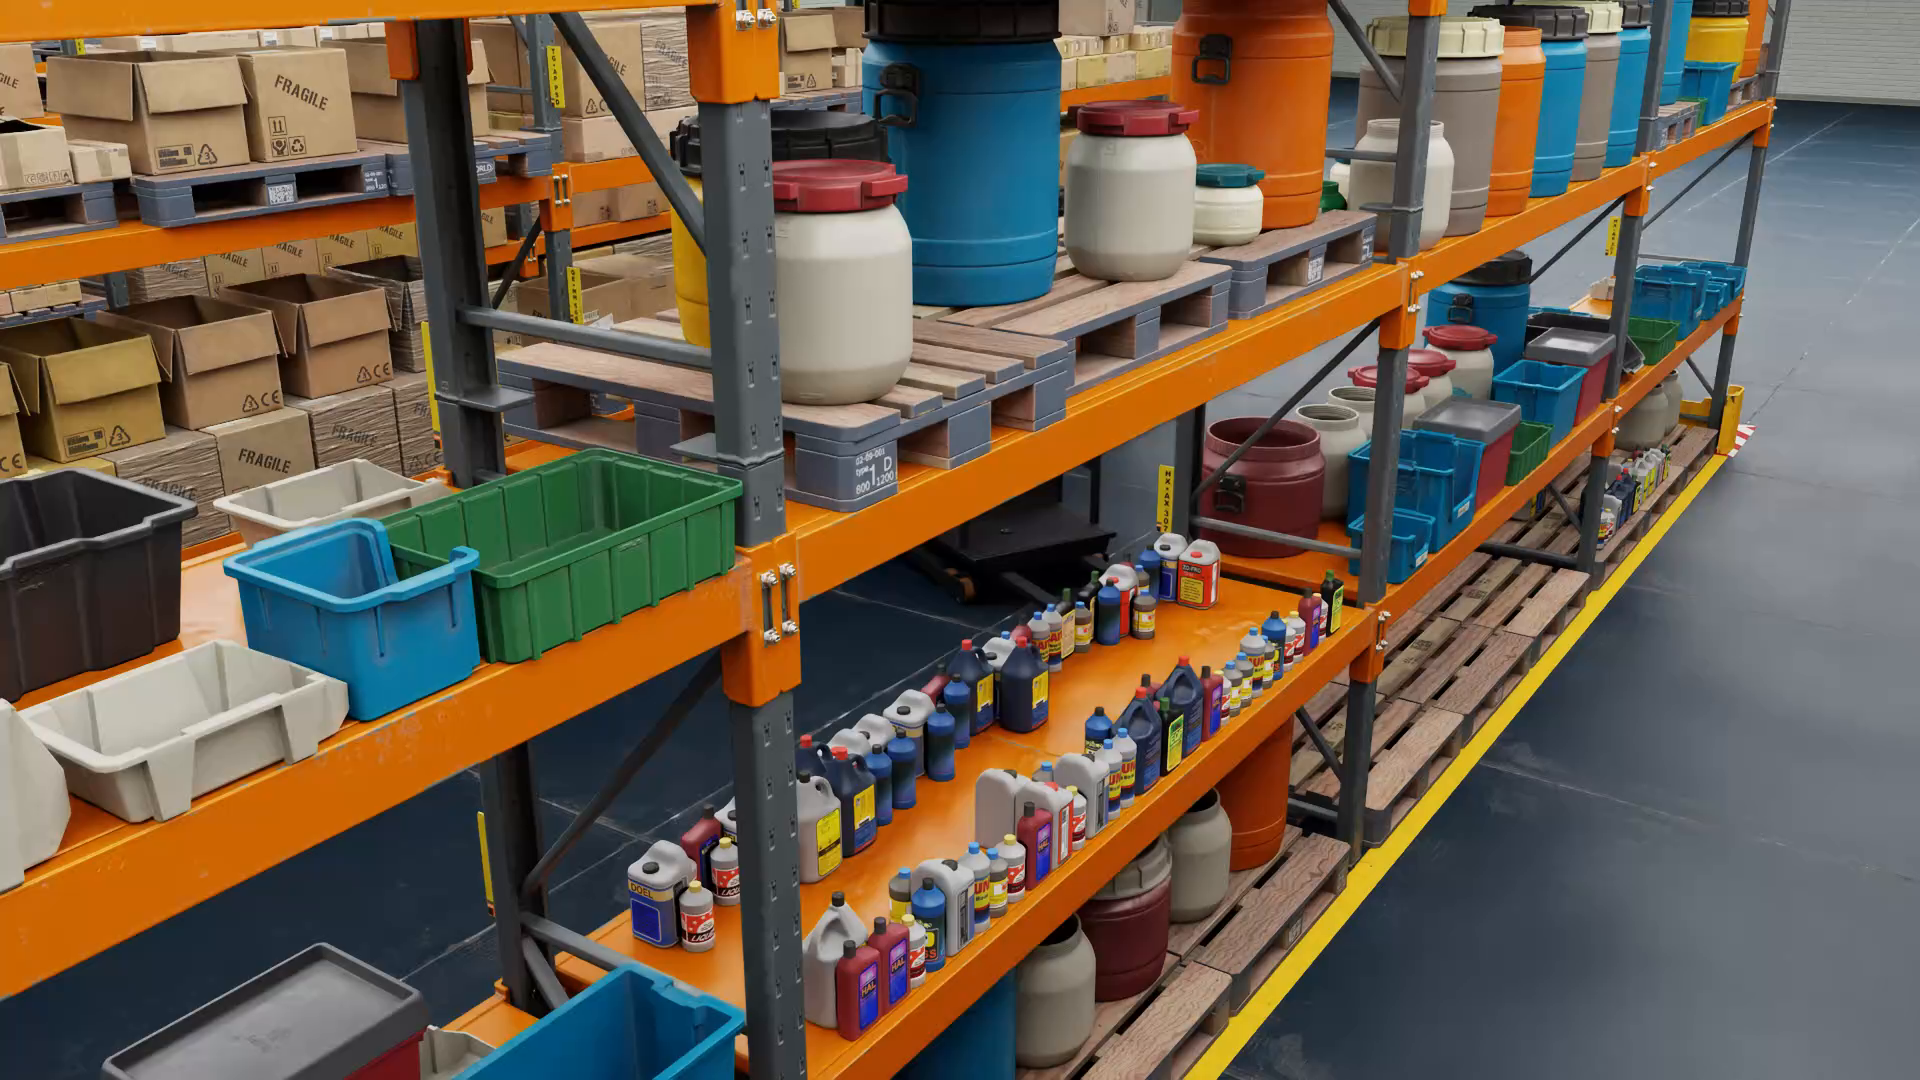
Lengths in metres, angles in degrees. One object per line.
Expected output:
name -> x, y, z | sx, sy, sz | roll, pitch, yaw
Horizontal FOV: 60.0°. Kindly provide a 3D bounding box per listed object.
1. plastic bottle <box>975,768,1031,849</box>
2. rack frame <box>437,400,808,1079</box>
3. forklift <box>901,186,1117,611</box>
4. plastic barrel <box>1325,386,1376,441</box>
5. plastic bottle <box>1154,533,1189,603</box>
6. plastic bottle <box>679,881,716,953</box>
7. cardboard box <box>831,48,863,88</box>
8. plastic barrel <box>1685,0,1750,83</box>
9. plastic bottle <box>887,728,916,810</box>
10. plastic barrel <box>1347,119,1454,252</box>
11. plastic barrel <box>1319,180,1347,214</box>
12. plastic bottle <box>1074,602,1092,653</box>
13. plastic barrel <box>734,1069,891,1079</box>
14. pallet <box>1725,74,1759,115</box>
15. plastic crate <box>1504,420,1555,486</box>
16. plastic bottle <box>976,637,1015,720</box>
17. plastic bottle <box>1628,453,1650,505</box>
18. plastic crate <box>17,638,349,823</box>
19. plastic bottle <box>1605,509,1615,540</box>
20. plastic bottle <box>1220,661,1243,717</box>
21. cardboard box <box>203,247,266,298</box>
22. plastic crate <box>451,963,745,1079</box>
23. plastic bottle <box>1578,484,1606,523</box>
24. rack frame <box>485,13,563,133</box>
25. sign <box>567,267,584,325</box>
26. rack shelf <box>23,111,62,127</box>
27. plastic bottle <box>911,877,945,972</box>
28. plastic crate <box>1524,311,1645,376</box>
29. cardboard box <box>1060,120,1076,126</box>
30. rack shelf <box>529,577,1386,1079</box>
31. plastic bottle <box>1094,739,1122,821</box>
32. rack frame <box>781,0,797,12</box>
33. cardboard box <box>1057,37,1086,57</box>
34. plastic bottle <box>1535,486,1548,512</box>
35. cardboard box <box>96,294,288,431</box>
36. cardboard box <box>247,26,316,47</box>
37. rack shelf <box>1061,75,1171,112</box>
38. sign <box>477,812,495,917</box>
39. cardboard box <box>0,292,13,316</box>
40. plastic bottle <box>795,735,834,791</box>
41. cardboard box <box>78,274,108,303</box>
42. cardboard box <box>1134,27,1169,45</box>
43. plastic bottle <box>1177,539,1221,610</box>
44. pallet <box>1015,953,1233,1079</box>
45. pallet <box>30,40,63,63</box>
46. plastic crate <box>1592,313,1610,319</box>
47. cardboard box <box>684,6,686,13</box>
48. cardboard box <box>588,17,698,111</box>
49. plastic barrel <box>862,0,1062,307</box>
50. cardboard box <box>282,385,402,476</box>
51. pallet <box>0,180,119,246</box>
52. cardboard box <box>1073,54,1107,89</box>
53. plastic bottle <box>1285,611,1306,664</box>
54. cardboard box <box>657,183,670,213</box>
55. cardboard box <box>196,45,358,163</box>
plastic bottle -> 0.142, 0.849, 5.324 | 0.152, 0.276, 0.135 | 13, 24, 32
rack frame -> -0.828, 1.145, 4.346 | 1.000, 3.000, 0.127 | 13, 24, 32
forklift -> 0.329, -1.147, 10.642 | 1.130, 2.935, 3.031 | -11, 23, -27
plastic barrel -> 2.059, -0.513, 8.667 | 0.421, 0.512, 0.421 | 0, 20, 0
plastic bottle -> 0.910, 0.116, 7.305 | 0.152, 0.276, 0.135 | 13, 24, 32
plastic bottle -> -0.760, 1.081, 4.805 | 0.097, 0.201, 0.097 | 0, 20, 0
cardboard box -> -0.873, -3.368, 11.811 | 0.396, 0.266, 0.258 | 14, 25, 34
plastic barrel -> 5.382, -3.638, 12.077 | 0.600, 0.588, 0.600 | 0, 20, 0
plastic bottle -> -0.195, 0.760, 5.572 | 0.097, 0.271, 0.097 | 0, 20, 0
plastic barrel -> 1.849, -1.491, 6.988 | 0.421, 0.512, 0.421 | 0, 20, 0
plastic barrel -> 1.517, -1.418, 7.174 | 0.294, 0.245, 0.294 | 0, 20, 0
plastic bottle -> 0.487, 0.350, 6.780 | 0.097, 0.201, 0.097 | 0, 20, 0
plastic barrel -> -0.508, 1.779, 5.050 | 0.600, 0.901, 0.708 | 13, 24, 32
pallet -> 5.372, -3.398, 12.576 | 1.003, 0.211, 1.213 | 13, 24, 32
plastic crate -> 2.924, -0.496, 9.089 | 0.450, 0.188, 0.662 | 13, 24, 32
plastic bottle -> 0.131, 0.514, 6.229 | 0.152, 0.276, 0.135 | 13, 24, 32
plastic bottle -> 4.811, -0.441, 11.818 | 0.144, 0.351, 0.185 | 13, 24, 31
plastic crate -> -1.228, 0.301, 2.684 | 0.293, 0.136, 0.466 | 13, 24, 32
plastic bottle -> 4.325, -0.109, 11.134 | 0.097, 0.201, 0.097 | 0, 20, 0
plastic bottle -> 1.008, 0.553, 6.233 | 0.097, 0.201, 0.097 | 0, 20, 0
cardboard box -> -5.962, -2.235, 13.338 | 0.500, 0.500, 0.500 | 13, 24, 31
plastic crate -> -0.808, 1.325, 3.797 | 0.392, 0.384, 0.575 | 13, 24, 32
plastic bottle -> 4.347, -0.293, 11.418 | 0.144, 0.351, 0.185 | 13, 24, 32
rack frame -> -2.676, -3.782, 9.019 | 1.000, 3.000, 0.127 | 13, 24, 32
sign -> -2.215, -1.404, 9.569 | 0.100, 0.325, 0.005 | 13, 24, 32
rack shelf -> -7.845, -2.461, 10.807 | 1.077, 0.370, 4.000 | 13, 24, 32
plastic bottle -> -0.089, 1.080, 4.706 | 0.097, 0.271, 0.097 | 0, 20, 0
plastic crate -> 4.069, -1.247, 10.901 | 0.767, 0.338, 0.504 | 13, 24, 32
cardboard box -> 1.157, -3.426, 14.689 | 0.500, 0.500, 0.500 | 13, 24, 32
rack shelf -> 0.296, 0.908, 6.022 | 1.077, 0.370, 4.000 | 13, 24, 32
plastic bottle -> 0.486, 0.787, 5.500 | 0.097, 0.271, 0.097 | 0, 20, 0
rack frame -> -2.224, -7.074, 17.918 | 1.000, 3.000, 0.127 | 13, 24, 32
cardboard box -> 0.829, -4.135, 13.938 | 0.380, 0.149, 0.250 | 14, 24, 33
plastic bottle -> 4.037, -0.354, 11.689 | 0.152, 0.276, 0.135 | 13, 24, 32
cardboard box -> -3.840, -0.899, 8.283 | 0.797, 0.503, 0.637 | 14, 25, 34
cardboard box -> -5.562, -4.030, 13.391 | 0.500, 0.311, 0.500 | 13, 24, 31
rack shelf -> 0.697, -3.760, 14.319 | 1.077, 0.370, 4.000 | 13, 24, 32
sign -> -1.282, 0.907, 4.590 | 0.100, 0.325, 0.005 | 13, 24, 32
cardboard box -> -6.903, -1.668, 11.708 | 0.380, 0.149, 0.250 | 14, 24, 33
plastic bottle -> -0.478, 0.787, 5.384 | 0.144, 0.351, 0.185 | 13, 24, 32
cardboard box -> -6.690, -2.194, 13.227 | 0.500, 0.500, 0.500 | 13, 24, 32
cardboard box -> 1.680, -4.595, 15.182 | 0.380, 0.149, 0.250 | 12, 24, 30
plastic bottle -> 1.036, 0.146, 7.225 | 0.152, 0.276, 0.135 | 13, 24, 32
pallet -> 0.326, 1.888, 6.357 | 1.003, 0.211, 1.213 | 13, 24, 32
pallet -> -9.639, -4.913, 16.671 | 1.213, 0.211, 1.003 | 13, 24, 32
plastic crate -> 4.373, -1.542, 11.990 | 0.530, 0.136, 0.437 | 13, 24, 32
cardboard box -> -2.833, -5.498, 17.019 | 0.500, 0.250, 0.500 | 13, 24, 32
cardboard box -> -1.910, -2.886, 10.056 | 0.500, 0.500, 0.500 | 13, 24, 32
plastic barrel -> 0.005, -1.214, 5.070 | 0.600, 0.901, 0.708 | 13, 24, 32
cardboard box -> -3.322, -0.534, 8.741 | 0.500, 0.500, 0.500 | 12, 24, 30
pallet -> -4.450, -1.411, 7.207 | 0.805, 0.209, 1.217 | 12, 24, 30
cardboard box -> 0.909, -3.978, 14.089 | 0.500, 0.250, 0.500 | 13, 24, 31
plastic bottle -> 1.336, 0.385, 6.686 | 0.097, 0.201, 0.097 | 0, 20, 0
cardboard box -> -3.368, -3.757, 17.382 | 0.875, 0.550, 0.500 | 13, 24, 32
cardboard box -> -3.371, -2.166, 8.223 | 0.500, 0.500, 0.500 | 15, 25, 35
